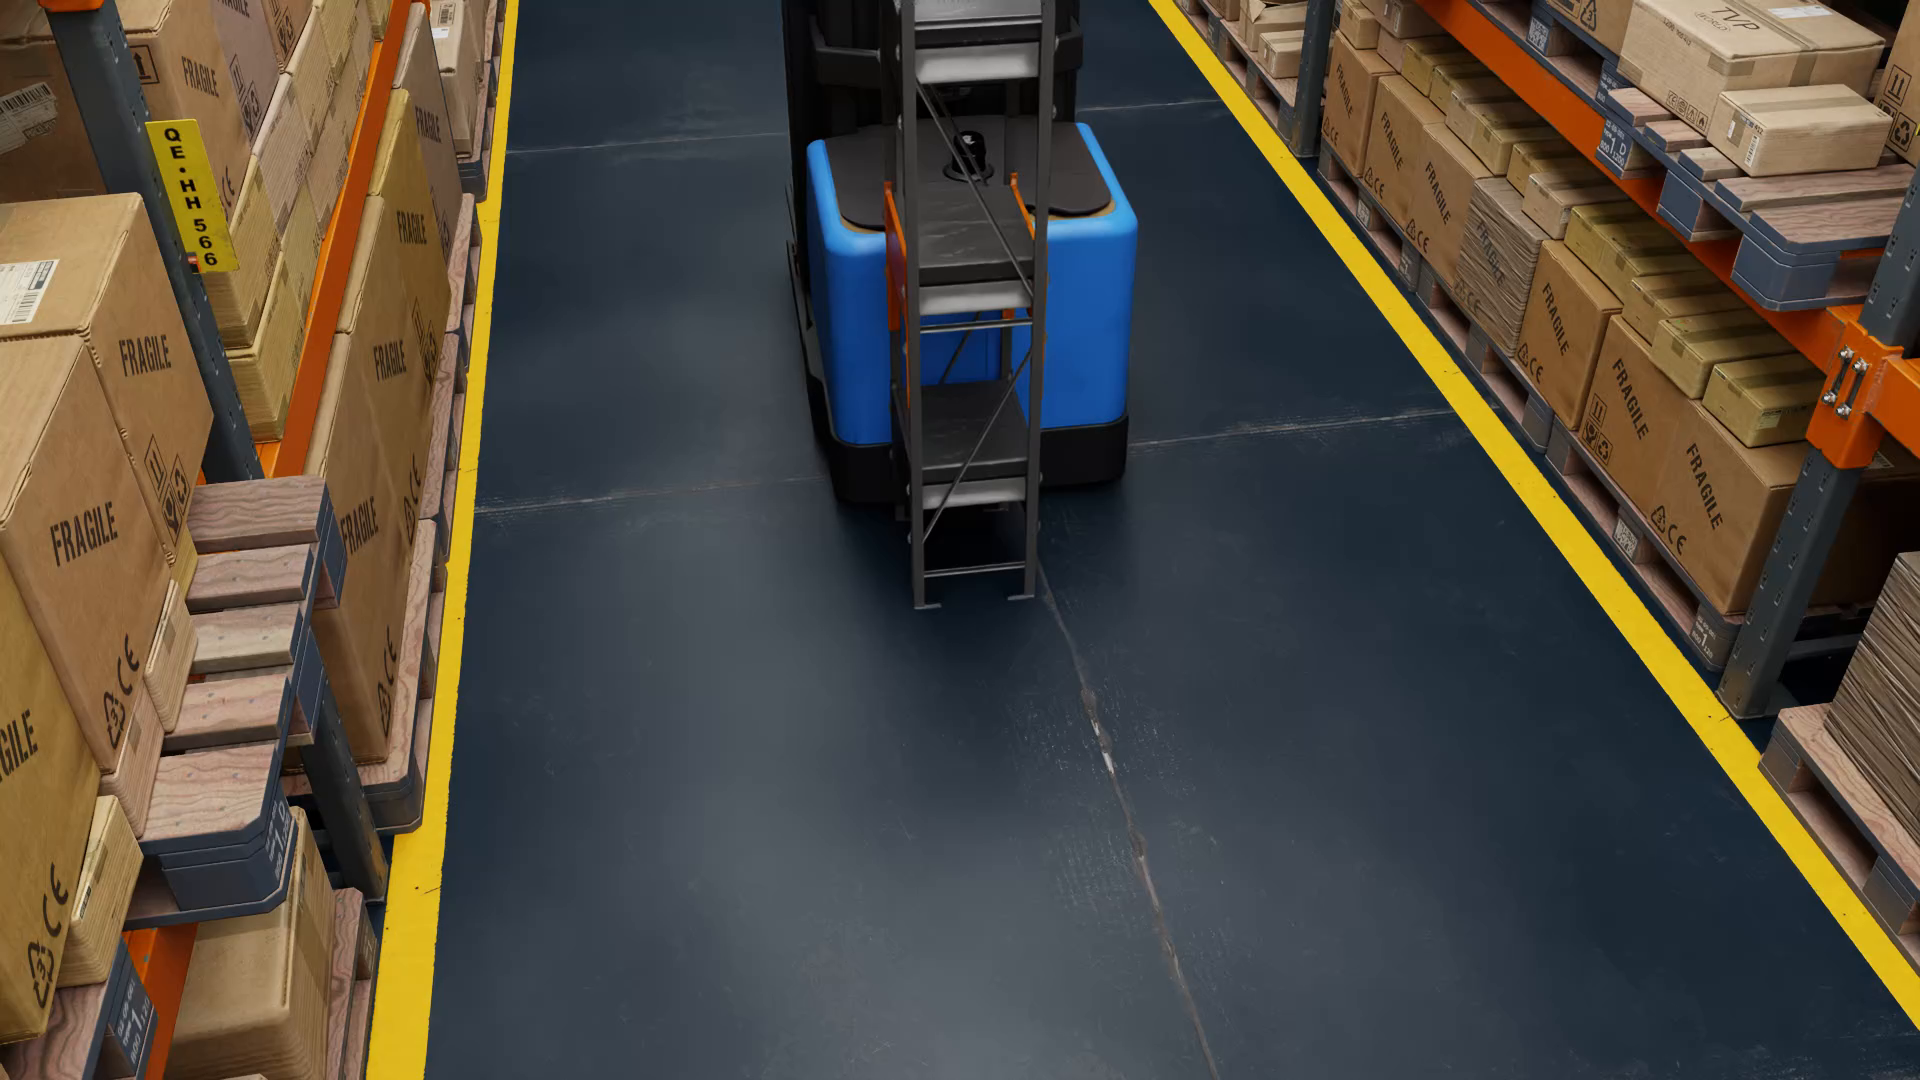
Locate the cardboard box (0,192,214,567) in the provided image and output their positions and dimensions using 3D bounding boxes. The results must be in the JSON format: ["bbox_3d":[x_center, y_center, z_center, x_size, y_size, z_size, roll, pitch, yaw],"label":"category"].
[{"bbox_3d":[-1.701,-0.265,2.980,0.500,0.500,0.500,-7,38,-9],"label":"cardboard box"}]

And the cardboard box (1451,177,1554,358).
[{"bbox_3d":[2.265,-1.065,6.371,0.500,0.500,0.500,-8,38,-10],"label":"cardboard box"}]

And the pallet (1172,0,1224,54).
[{"bbox_3d":[1.794,-3.191,9.686,1.003,0.211,1.213,-6,38,-8],"label":"pallet"}]

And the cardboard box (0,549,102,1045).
[{"bbox_3d":[-1.510,0.351,2.187,0.500,0.500,0.500,-9,39,-11],"label":"cardboard box"}]

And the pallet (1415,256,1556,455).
[{"bbox_3d":[2.528,-0.812,6.623,1.003,0.211,1.213,-6,38,-8],"label":"pallet"}]

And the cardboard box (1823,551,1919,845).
[{"bbox_3d":[2.928,0.427,4.348,0.875,0.625,0.625,-5,38,-7],"label":"cardboard box"}]

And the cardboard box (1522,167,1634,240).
[{"bbox_3d":[2.291,-1.233,6.058,0.380,0.149,0.250,-8,39,-10],"label":"cardboard box"}]

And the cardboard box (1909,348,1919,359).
[{"bbox_3d":[3.047,-0.506,5.123,0.380,0.149,0.250,-4,38,-6],"label":"cardboard box"}]

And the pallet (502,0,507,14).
[{"bbox_3d":[-3.240,-3.443,10.010,1.003,0.211,1.213,-6,38,-8],"label":"pallet"}]

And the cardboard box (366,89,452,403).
[{"bbox_3d":[-2.402,-1.019,6.006,0.875,0.875,0.875,-5,38,-7],"label":"cardboard box"}]

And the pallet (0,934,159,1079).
[{"bbox_3d":[-1.667,1.080,2.071,1.003,0.211,1.213,-6,38,-8],"label":"pallet"}]

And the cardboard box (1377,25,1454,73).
[{"bbox_3d":[2.056,-2.170,7.264,0.380,0.149,0.250,-7,38,-9],"label":"cardboard box"}]

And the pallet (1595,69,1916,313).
[{"bbox_3d":[2.644,-1.049,4.812,1.213,0.211,1.003,-6,38,-8],"label":"pallet"}]

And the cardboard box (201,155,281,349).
[{"bbox_3d":[-1.900,-0.658,3.866,0.500,0.250,0.500,-6,38,-8],"label":"cardboard box"}]

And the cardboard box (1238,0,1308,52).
[{"bbox_3d":[1.681,-2.746,8.725,0.396,0.266,0.258,-5,38,-6],"label":"cardboard box"}]

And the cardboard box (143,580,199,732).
[{"bbox_3d":[-1.559,0.221,2.883,0.380,0.149,0.250,-7,38,-8],"label":"cardboard box"}]

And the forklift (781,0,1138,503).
[{"bbox_3d":[-0.144,-2.186,6.174,1.130,2.935,3.031,-6,38,-7],"label":"forklift"}]

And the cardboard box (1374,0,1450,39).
[{"bbox_3d":[2.024,-2.294,7.182,0.380,0.149,0.250,-8,39,-10],"label":"cardboard box"}]

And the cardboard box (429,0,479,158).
[{"bbox_3d":[-2.760,-2.148,7.815,0.875,0.438,0.875,-7,38,-9],"label":"cardboard box"}]

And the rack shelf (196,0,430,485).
[{"bbox_3d":[-2.405,-1.111,5.321,1.077,0.370,4.000,-6,38,-8],"label":"rack shelf"}]

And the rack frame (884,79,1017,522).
[{"bbox_3d":[-0.028,-0.915,5.216,0.400,2.100,0.015,-6,38,-7],"label":"rack frame"}]

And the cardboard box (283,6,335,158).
[{"bbox_3d":[-2.065,-1.272,4.657,0.500,0.250,0.500,-6,38,-8],"label":"cardboard box"}]

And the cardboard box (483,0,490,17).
[{"bbox_3d":[-3.074,-3.233,9.213,0.875,0.438,0.875,-5,38,-7],"label":"cardboard box"}]

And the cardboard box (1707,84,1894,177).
[{"bbox_3d":[2.339,-1.145,4.641,0.380,0.149,0.250,-6,38,-7],"label":"cardboard box"}]

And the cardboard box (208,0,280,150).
[{"bbox_3d":[-1.997,-1.244,4.010,0.500,0.500,0.500,-6,38,-8],"label":"cardboard box"}]

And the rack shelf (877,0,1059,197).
[{"bbox_3d":[0.010,-1.309,4.605,0.431,0.518,0.480,-6,38,-7],"label":"rack shelf"}]

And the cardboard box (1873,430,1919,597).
[{"bbox_3d":[3.034,-0.186,5.240,0.500,0.500,0.500,-5,38,-6],"label":"cardboard box"}]

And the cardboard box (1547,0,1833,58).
[{"bbox_3d":[2.363,-1.896,5.318,0.797,0.503,0.637,-7,38,-9],"label":"cardboard box"}]

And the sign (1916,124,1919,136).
[{"bbox_3d":[2.299,-1.085,3.822,0.100,0.325,0.005,-6,38,-8],"label":"sign"}]

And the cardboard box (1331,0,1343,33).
[{"bbox_3d":[2.247,-2.667,8.588,0.500,0.311,0.500,-5,38,-6],"label":"cardboard box"}]

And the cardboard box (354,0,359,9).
[{"bbox_3d":[-2.247,-1.888,5.449,0.500,0.250,0.500,-5,38,-7],"label":"cardboard box"}]

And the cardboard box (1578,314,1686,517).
[{"bbox_3d":[2.469,-0.437,5.563,0.500,0.500,0.500,-7,38,-9],"label":"cardboard box"}]

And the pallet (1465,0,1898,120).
[{"bbox_3d":[2.486,-1.821,5.806,1.003,0.211,1.213,-6,38,-8],"label":"pallet"}]

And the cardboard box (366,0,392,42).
[{"bbox_3d":[-2.341,-1.992,5.991,0.500,0.250,0.500,-7,38,-9],"label":"cardboard box"}]

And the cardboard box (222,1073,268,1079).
[{"bbox_3d":[-1.828,1.472,3.210,0.950,0.372,0.625,-7,38,-9],"label":"cardboard box"}]

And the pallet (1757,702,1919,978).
[{"bbox_3d":[2.938,0.880,4.446,1.003,0.211,1.213,-6,38,-8],"label":"pallet"}]

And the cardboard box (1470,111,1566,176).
[{"bbox_3d":[2.222,-1.547,6.462,0.380,0.149,0.250,-5,38,-6],"label":"cardboard box"}]

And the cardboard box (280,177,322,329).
[{"bbox_3d":[-2.000,-0.758,4.403,0.500,0.250,0.500,-7,38,-9],"label":"cardboard box"}]

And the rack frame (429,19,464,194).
[{"bbox_3d":[-2.756,-2.603,6.655,1.000,3.000,0.127,-6,38,-8],"label":"rack frame"}]

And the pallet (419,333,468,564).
[{"bbox_3d":[-2.329,-0.305,5.971,1.003,0.211,1.213,-6,38,-8],"label":"pallet"}]

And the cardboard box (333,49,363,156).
[{"bbox_3d":[-2.176,-1.374,5.195,0.500,0.250,0.500,-6,38,-8],"label":"cardboard box"}]

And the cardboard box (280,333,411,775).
[{"bbox_3d":[-2.094,0.060,4.617,0.875,0.875,0.875,-7,38,-8],"label":"cardboard box"}]

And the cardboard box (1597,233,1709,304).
[{"bbox_3d":[2.413,-0.919,5.654,0.380,0.149,0.250,-5,38,-7],"label":"cardboard box"}]

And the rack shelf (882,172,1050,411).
[{"bbox_3d":[0.010,-0.756,5.034,0.431,0.518,0.480,-6,38,-7],"label":"rack shelf"}]

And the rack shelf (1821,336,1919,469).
[{"bbox_3d":[3.182,0.769,2.901,1.077,0.370,4.000,-6,38,-8],"label":"rack shelf"}]

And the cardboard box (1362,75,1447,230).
[{"bbox_3d":[2.097,-1.681,7.164,0.500,0.500,0.500,-7,38,-9],"label":"cardboard box"}]

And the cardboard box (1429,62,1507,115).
[{"bbox_3d":[2.174,-1.852,6.855,0.380,0.149,0.250,-7,38,-9],"label":"cardboard box"}]

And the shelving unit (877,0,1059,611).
[{"bbox_3d":[0.010,-0.767,5.026,0.431,2.100,0.503,-6,38,-7],"label":"shelving unit"}]

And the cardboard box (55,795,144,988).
[{"bbox_3d":[-1.460,0.538,2.474,0.380,0.149,0.250,-6,38,-7],"label":"cardboard box"}]

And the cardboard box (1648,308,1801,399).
[{"bbox_3d":[2.417,-0.590,5.231,0.380,0.149,0.250,-8,39,-10],"label":"cardboard box"}]

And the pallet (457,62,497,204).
[{"bbox_3d":[-2.812,-1.969,8.113,1.003,0.211,1.213,-6,38,-8],"label":"pallet"}]

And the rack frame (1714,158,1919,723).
[{"bbox_3d":[2.832,-0.723,4.236,1.000,3.000,0.127,-6,38,-8],"label":"rack frame"}]
